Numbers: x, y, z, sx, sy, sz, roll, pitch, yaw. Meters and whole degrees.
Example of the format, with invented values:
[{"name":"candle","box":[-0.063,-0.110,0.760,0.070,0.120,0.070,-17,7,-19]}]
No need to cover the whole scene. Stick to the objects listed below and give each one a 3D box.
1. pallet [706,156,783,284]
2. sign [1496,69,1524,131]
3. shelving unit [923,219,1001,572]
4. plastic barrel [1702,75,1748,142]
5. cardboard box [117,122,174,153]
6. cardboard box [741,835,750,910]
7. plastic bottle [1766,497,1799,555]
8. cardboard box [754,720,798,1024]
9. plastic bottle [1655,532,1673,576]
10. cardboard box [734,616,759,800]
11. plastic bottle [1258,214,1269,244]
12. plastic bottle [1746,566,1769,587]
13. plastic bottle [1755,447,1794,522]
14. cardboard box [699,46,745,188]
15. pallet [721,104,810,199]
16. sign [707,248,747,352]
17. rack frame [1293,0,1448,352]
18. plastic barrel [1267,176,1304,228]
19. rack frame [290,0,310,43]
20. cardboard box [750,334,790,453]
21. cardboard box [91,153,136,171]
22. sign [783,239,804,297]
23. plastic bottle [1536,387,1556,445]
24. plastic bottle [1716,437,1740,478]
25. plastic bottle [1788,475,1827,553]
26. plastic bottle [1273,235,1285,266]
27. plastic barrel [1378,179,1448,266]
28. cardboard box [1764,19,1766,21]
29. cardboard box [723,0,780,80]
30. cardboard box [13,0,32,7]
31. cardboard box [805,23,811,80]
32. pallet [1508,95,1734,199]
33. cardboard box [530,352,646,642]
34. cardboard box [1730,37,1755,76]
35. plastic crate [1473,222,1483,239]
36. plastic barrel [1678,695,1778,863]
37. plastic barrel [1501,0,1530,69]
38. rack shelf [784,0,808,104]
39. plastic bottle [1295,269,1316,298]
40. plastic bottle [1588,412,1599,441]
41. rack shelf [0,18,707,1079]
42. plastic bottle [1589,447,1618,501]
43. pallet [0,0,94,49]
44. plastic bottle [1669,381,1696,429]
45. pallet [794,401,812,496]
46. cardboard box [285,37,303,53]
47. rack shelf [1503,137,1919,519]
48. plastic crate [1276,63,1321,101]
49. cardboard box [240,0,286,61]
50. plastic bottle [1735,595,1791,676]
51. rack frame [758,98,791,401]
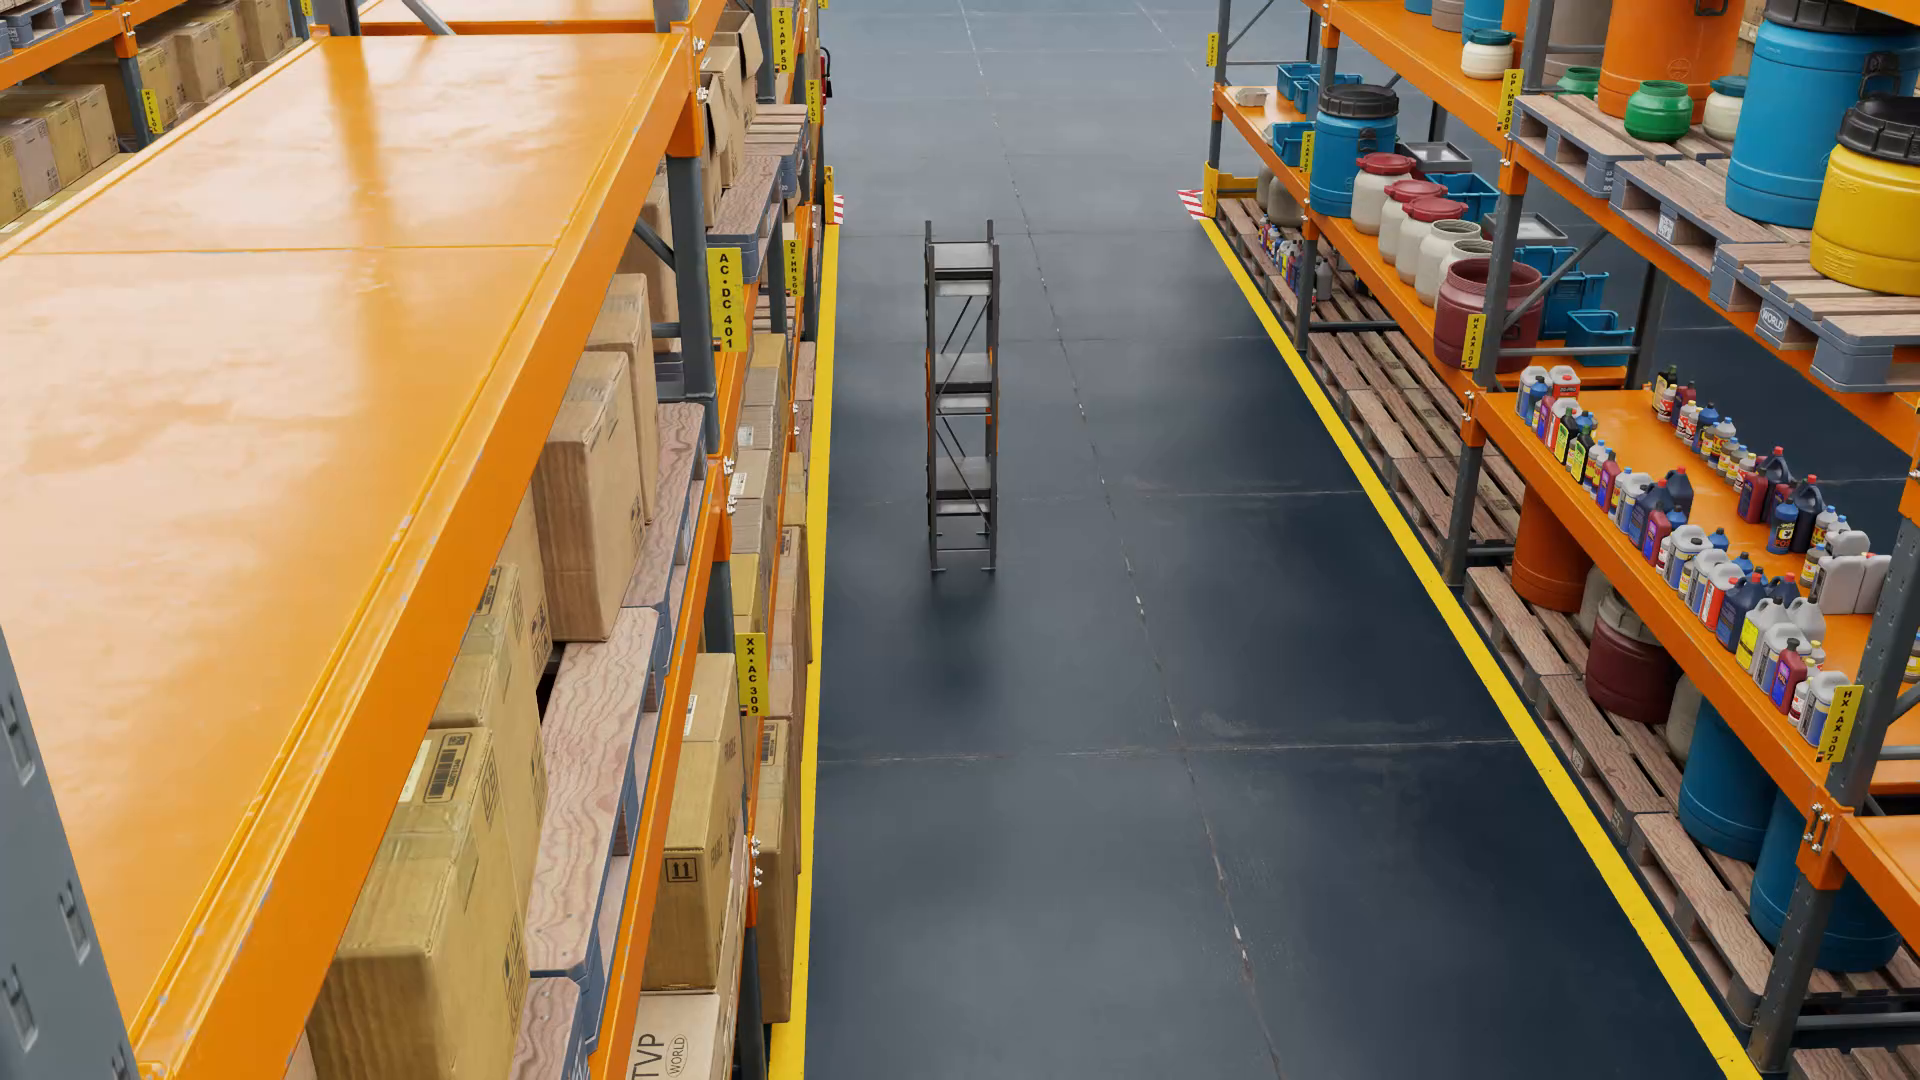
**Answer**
[{"name":"pallet","box":[-1.315,-1.392,7.136,1.003,0.211,1.213,0,28,0]},{"name":"sign","box":[2.934,-2.345,8.872,0.100,0.325,0.005,-1,28,-3]},{"name":"shelving unit","box":[0.009,-0.855,10.118,0.431,2.100,0.503,-1,28,-3]},{"name":"plastic barrel","box":[3.686,-2.041,7.872,0.301,0.262,0.301,0,28,0]},{"name":"cardboard box","box":[-6.661,-2.969,13.037,0.875,0.550,0.550,-1,28,-3]},{"name":"cardboard box","box":[-0.911,1.133,5.605,0.380,0.149,0.250,-1,28,-2]},{"name":"plastic bottle","box":[3.855,-0.072,7.783,0.097,0.271,0.097,0,28,0]},{"name":"cardboard box","box":[-1.307,1.350,6.762,1.225,0.875,0.875,-1,28,-2]},{"name":"plastic bottle","box":[3.251,0.060,7.607,0.097,0.201,0.097,0,28,0]},{"name":"cardboard box","box":[-1.028,0.626,6.198,0.500,0.500,0.500,-1,28,-2]},{"name":"plastic bottle","box":[2.849,-2.913,15.566,0.097,0.271,0.097,0,28,0]},{"name":"plastic bottle","box":[3.427,0.239,7.187,0.097,0.271,0.097,0,28,0]},{"name":"plastic bottle","box":[3.957,-0.277,8.091,0.144,0.351,0.185,-1,28,-3]},{"name":"cardboard box","box":[-1.226,-1.842,7.233,0.500,0.500,0.500,0,28,0]},{"name":"pallet","box":[-1.376,-1.908,8.126,1.213,0.211,1.003,0,28,0]},{"name":"sign","box":[-0.700,-0.719,4.997,0.100,0.325,0.005,-1,28,-3]},{"name":"rack frame","box":[3.274,-2.925,13.115,1.000,3.000,0.127,-1,28,-3]},{"name":"plastic barrel","box":[3.202,-3.322,16.112,0.421,0.512,0.421,0,28,0]},{"name":"rack frame","box":[-6.839,-4.580,16.287,1.000,3.000,0.127,-1,28,-3]},{"name":"cardboard box","box":[-1.190,-0.781,8.895,0.500,0.500,0.500,-1,28,-1]},{"name":"cardboard box","box":[-6.336,-2.542,12.272,0.500,0.500,0.500,-2,28,-3]},{"name":"sign","box":[-0.909,-1.487,9.104,0.100,0.325,0.005,-1,28,-3]},{"name":"plastic bottle","box":[3.155,-0.666,8.909,0.061,0.283,0.133,-1,28,-3]},{"name":"plastic bottle","box":[3.956,-0.428,8.542,0.097,0.201,0.097,0,28,0]},{"name":"plastic bottle","box":[3.973,-0.130,7.809,0.144,0.351,0.185,-1,28,-3]},{"name":"plastic bottle","box":[2.883,-2.615,14.994,0.097,0.271,0.097,0,28,0]},{"name":"plastic barrel","box":[3.144,-2.199,11.576,0.433,0.535,0.433,0,28,0]},{"name":"cardboard box","box":[8.060,-5.027,15.633,0.700,0.500,0.500,-2,28,-4]},{"name":"cardboard box","box":[-1.231,-2.777,8.939,0.500,0.500,0.500,-1,28,-2]},{"name":"cardboard box","box":[-6.346,-3.661,10.883,0.500,0.250,0.500,-2,28,-3]},{"name":"cardboard box","box":[-1.469,-3.870,13.415,0.500,0.500,0.500,-1,28,-3]},{"name":"pallet","box":[3.426,-1.968,8.241,1.003,0.211,1.213,-1,28,-3]},{"name":"cardboard box","box":[-1.130,-0.107,3.798,0.700,0.500,0.500,0,28,0]},{"name":"cardboard box","box":[8.024,-4.719,16.445,0.700,0.500,0.500,-1,28,-3]},{"name":"plastic crate","box":[3.647,-2.034,11.635,0.450,0.188,0.662,-1,28,-3]},{"name":"plastic barrel","box":[3.644,0.935,7.529,0.600,0.901,0.708,-1,28,-3]},{"name":"plastic barrel","box":[3.623,-3.285,10.096,0.600,0.830,0.708,-1,28,-3]},{"name":"rack shelf","box":[-1.567,-2.893,10.587,1.077,0.370,4.000,-1,28,-3]},{"name":"plastic bottle","box":[2.953,-2.236,14.182,0.144,0.351,0.185,-2,28,-4]},{"name":"plastic bottle","box":[3.331,-0.580,8.833,0.097,0.201,0.097,0,28,0]},{"name":"rack shelf","box":[-1.150,-0.351,2.902,1.077,0.370,4.000,-1,28,-3]},{"name":"plastic bottle","box":[3.210,-0.332,8.282,0.097,0.271,0.097,0,28,0]},{"name":"pallet","box":[-6.533,-3.555,11.286,0.805,0.209,1.217,-2,28,-5]},{"name":"plastic bottle","box":[3.942,-0.743,9.057,0.061,0.283,0.133,-1,28,-3]},{"name":"pallet","box":[-1.563,-0.645,11.758,1.003,0.211,1.213,-1,28,-3]},{"name":"cardboard box","box":[-6.775,-4.476,15.926,0.875,0.550,0.550,-1,28,-3]},{"name":"rack shelf","box":[3.588,-1.165,7.275,1.077,0.370,4.000,-1,28,-3]},{"name":"plastic crate","box":[3.391,-4.482,16.261,0.499,0.251,0.616,-1,28,-3]},{"name":"cardboard box","box":[-6.738,-4.701,15.190,0.875,0.550,0.550,-1,28,-3]},{"name":"plastic bottle","box":[3.317,0.375,6.841,0.144,0.351,0.185,-1,28,-3]},{"name":"rack frame","box":[-1.463,-0.958,9.344,1.000,3.000,0.127,-1,28,-3]}]
